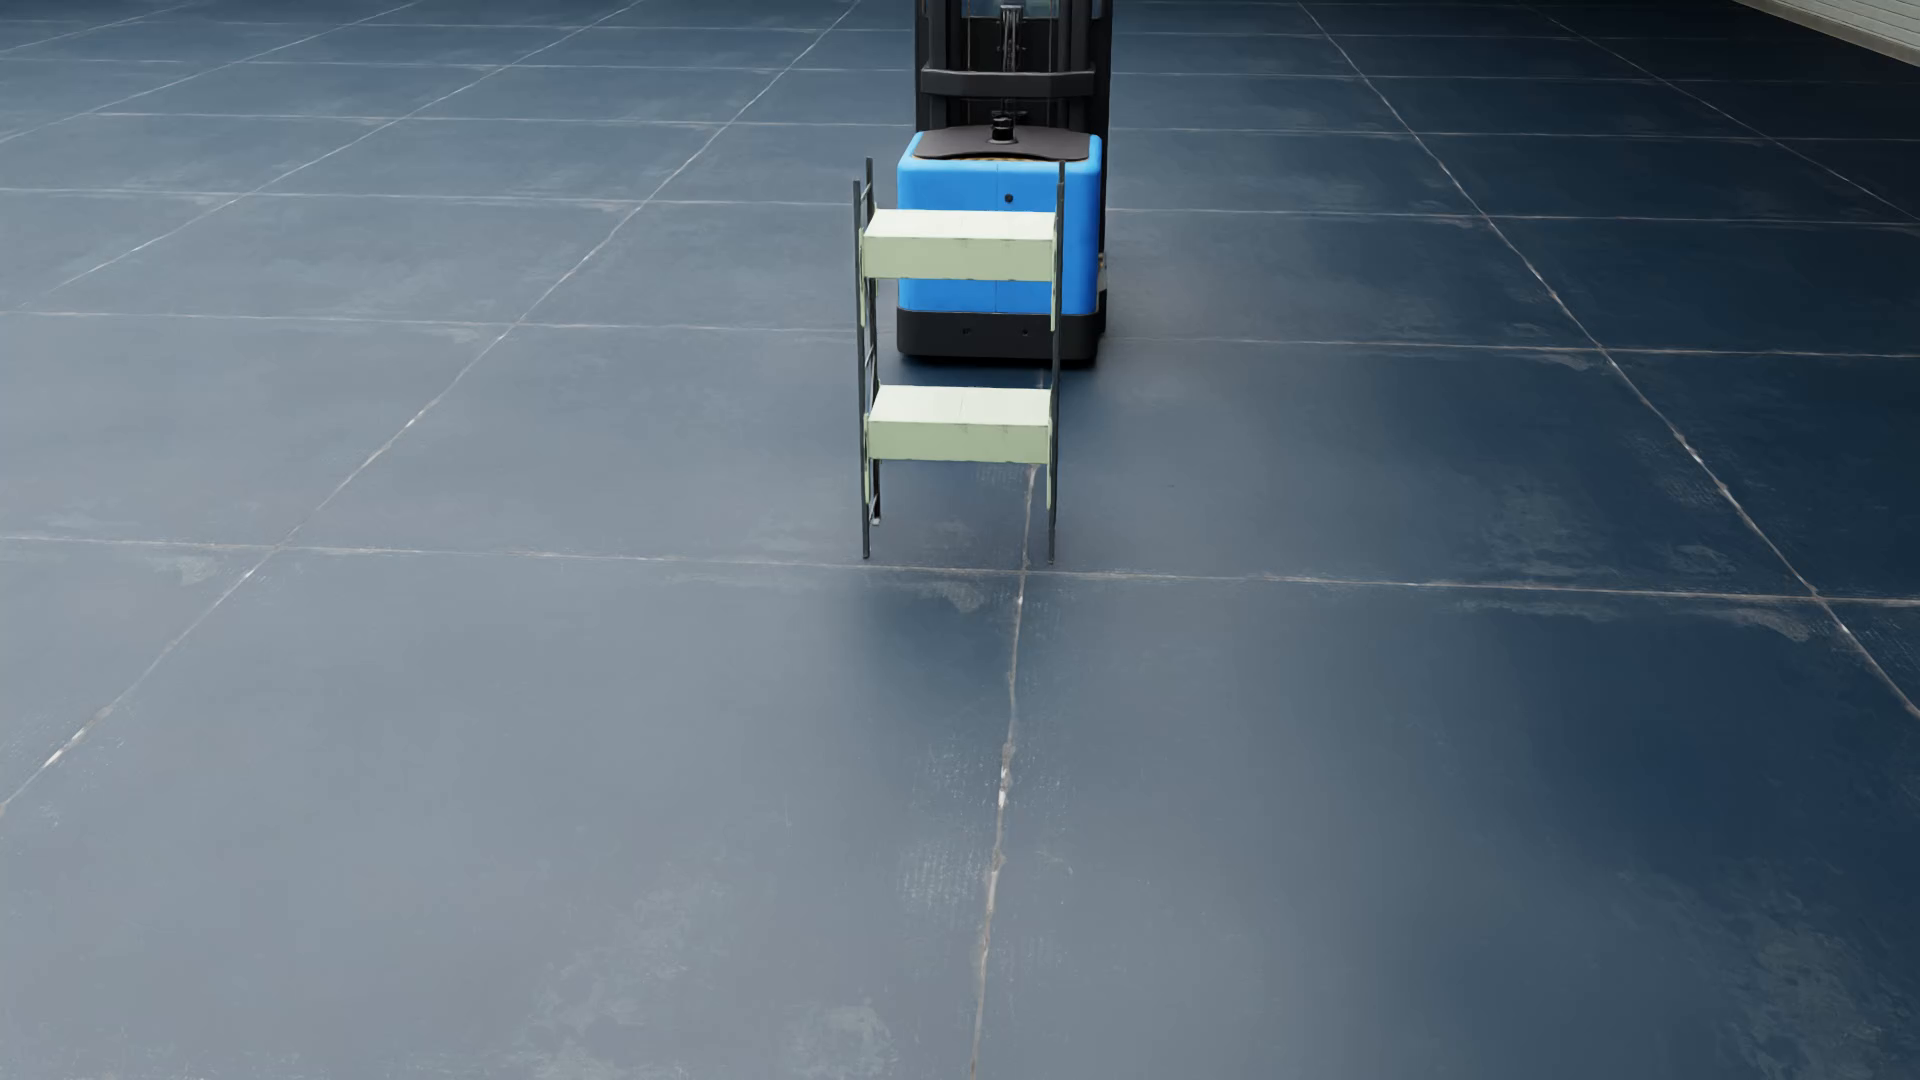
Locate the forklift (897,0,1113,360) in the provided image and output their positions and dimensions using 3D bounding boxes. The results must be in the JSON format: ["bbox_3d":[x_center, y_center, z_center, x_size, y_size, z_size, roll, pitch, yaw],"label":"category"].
[{"bbox_3d":[0.316,-2.843,9.423,1.130,2.935,3.031,2,25,5],"label":"forklift"}]

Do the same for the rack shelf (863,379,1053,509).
[{"bbox_3d":[0.007,-0.385,6.572,0.720,0.370,0.431,2,25,4],"label":"rack shelf"}]

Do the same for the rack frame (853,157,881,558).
[{"bbox_3d":[-0.358,-0.693,6.461,0.023,1.500,0.400,2,25,4],"label":"rack frame"}]

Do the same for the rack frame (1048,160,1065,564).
[{"bbox_3d":[0.372,-0.669,6.411,0.023,1.500,0.400,2,25,4],"label":"rack frame"}]

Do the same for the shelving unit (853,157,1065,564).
[{"bbox_3d":[0.007,-0.681,6.436,0.755,1.500,0.431,2,25,4],"label":"shelving unit"}]

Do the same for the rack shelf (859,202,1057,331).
[{"bbox_3d":[0.007,-1.036,6.273,0.720,0.370,0.431,2,25,4],"label":"rack shelf"}]
